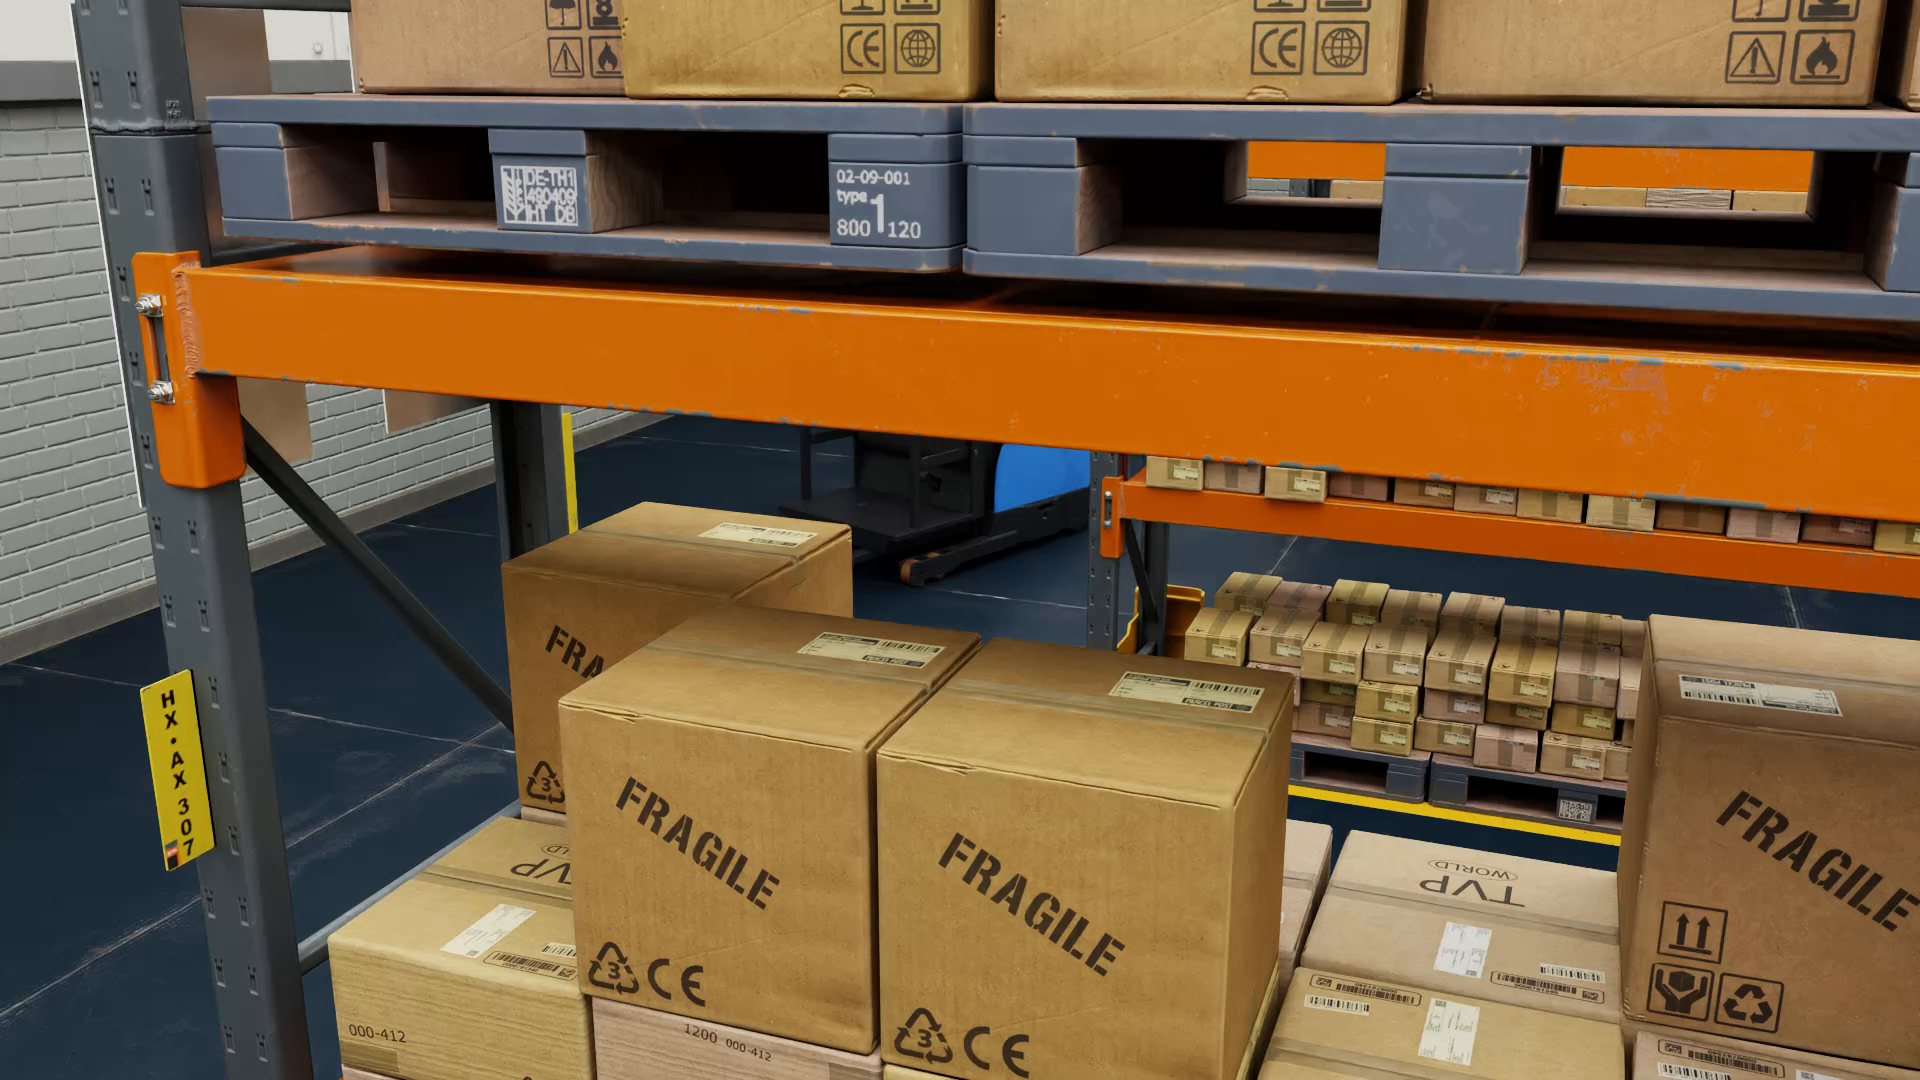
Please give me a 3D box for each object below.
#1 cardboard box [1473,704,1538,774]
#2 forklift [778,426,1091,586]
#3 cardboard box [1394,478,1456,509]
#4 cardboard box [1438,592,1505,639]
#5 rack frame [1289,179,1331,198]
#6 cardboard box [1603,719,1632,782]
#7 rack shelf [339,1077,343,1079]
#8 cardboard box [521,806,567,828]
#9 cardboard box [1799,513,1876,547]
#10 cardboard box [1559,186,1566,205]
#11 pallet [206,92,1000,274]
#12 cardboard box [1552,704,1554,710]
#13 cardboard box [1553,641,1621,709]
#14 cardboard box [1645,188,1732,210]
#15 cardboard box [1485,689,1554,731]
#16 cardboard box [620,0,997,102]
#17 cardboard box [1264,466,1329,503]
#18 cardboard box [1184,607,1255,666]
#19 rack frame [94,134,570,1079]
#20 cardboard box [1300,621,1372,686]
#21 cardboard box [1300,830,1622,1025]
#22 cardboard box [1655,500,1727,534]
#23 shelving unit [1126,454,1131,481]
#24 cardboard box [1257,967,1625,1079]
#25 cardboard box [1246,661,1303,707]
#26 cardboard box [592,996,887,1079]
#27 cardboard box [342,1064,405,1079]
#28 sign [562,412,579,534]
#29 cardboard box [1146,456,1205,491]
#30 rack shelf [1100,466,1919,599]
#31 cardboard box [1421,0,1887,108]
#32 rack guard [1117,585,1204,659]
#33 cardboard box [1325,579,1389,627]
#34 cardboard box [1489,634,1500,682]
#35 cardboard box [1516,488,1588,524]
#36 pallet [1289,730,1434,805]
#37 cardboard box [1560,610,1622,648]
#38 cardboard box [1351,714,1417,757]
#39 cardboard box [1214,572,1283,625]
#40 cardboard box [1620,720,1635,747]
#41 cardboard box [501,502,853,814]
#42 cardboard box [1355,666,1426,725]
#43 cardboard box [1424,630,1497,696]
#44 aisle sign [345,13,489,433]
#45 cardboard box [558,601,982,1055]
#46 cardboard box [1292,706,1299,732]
[{"bbox_3d":[2.366,0.856,7.204,0.250,0.149,0.380,5,17,18],"label":"cardboard box"},{"bbox_3d":[-0.454,-1.286,10.345,1.130,2.935,3.031,15,22,41],"label":"forklift"},{"bbox_3d":[2.018,-0.260,7.141,0.250,0.149,0.380,6,17,20],"label":"cardboard box"},{"bbox_3d":[2.393,0.379,7.780,0.250,0.149,0.380,7,18,23],"label":"cardboard box"},{"bbox_3d":[2.542,-1.875,12.252,0.127,3.000,1.000,6,17,21],"label":"rack frame"},{"bbox_3d":[2.870,0.894,7.074,0.250,0.149,0.380,7,17,22],"label":"cardboard box"},{"bbox_3d":[0.766,1.245,2.794,4.000,0.370,1.077,6,17,21],"label":"rack shelf"},{"bbox_3d":[-0.546,0.605,3.445,0.500,0.250,0.500,6,17,20],"label":"cardboard box"},{"bbox_3d":[3.468,-0.105,6.604,0.250,0.149,0.380,6,17,19],"label":"cardboard box"},{"bbox_3d":[3.848,-2.179,11.325,0.500,0.500,0.500,6,17,20],"label":"cardboard box"},{"bbox_3d":[-0.401,-0.630,2.741,1.213,0.211,1.003,6,17,21],"label":"pallet"},{"bbox_3d":[2.825,0.746,7.584,0.250,0.149,0.380,7,18,22],"label":"cardboard box"},{"bbox_3d":[2.683,0.573,7.113,0.250,0.149,0.380,6,17,21],"label":"cardboard box"},{"bbox_3d":[4.776,-2.074,10.966,0.500,0.500,0.500,7,17,21],"label":"cardboard box"},{"bbox_3d":[2.455,0.683,7.269,0.250,0.149,0.380,7,18,23],"label":"cardboard box"},{"bbox_3d":[-0.112,-0.915,2.453,0.500,0.500,0.700,6,17,19],"label":"cardboard box"},{"bbox_3d":[1.483,-0.285,7.227,0.250,0.149,0.380,6,17,19],"label":"cardboard box"},{"bbox_3d":[1.182,0.443,7.562,0.250,0.149,0.380,5,17,18],"label":"cardboard box"},{"bbox_3d":[-1.095,0.695,3.399,0.127,3.000,1.000,6,17,21],"label":"rack frame"},{"bbox_3d":[1.670,0.499,7.369,0.250,0.149,0.380,6,17,20],"label":"cardboard box"},{"bbox_3d":[0.885,0.761,2.906,0.500,0.250,0.500,6,17,21],"label":"cardboard box"},{"bbox_3d":[2.971,-0.153,6.772,0.250,0.149,0.380,6,17,20],"label":"cardboard box"},{"bbox_3d":[0.657,-0.993,11.903,1.048,1.500,0.538,11,20,34],"label":"shelving unit"},{"bbox_3d":[0.692,0.899,2.431,0.500,0.250,0.500,6,17,20],"label":"cardboard box"},{"bbox_3d":[1.447,0.607,7.531,0.250,0.149,0.380,6,17,20],"label":"cardboard box"},{"bbox_3d":[-0.261,0.795,2.791,0.500,0.250,0.500,6,17,20],"label":"cardboard box"},{"bbox_3d":[-0.885,0.938,3.014,0.250,0.149,0.380,6,17,21],"label":"cardboard box"},{"bbox_3d":[-0.883,-0.114,3.684,0.005,0.325,0.100,6,17,21],"label":"sign"},{"bbox_3d":[1.000,-0.342,7.422,0.250,0.149,0.380,6,17,20],"label":"cardboard box"},{"bbox_3d":[2.680,-0.031,7.190,4.000,0.370,1.077,6,17,21],"label":"rack shelf"},{"bbox_3d":[0.944,-0.845,2.211,0.500,0.500,0.700,7,18,23],"label":"cardboard box"},{"bbox_3d":[0.890,0.627,8.116,0.348,0.500,1.175,6,17,21],"label":"rack guard"},{"bbox_3d":[1.905,0.323,7.973,0.250,0.149,0.380,6,17,19],"label":"cardboard box"},{"bbox_3d":[2.386,0.526,7.808,0.250,0.149,0.380,7,17,21],"label":"cardboard box"},{"bbox_3d":[2.470,-0.196,6.918,0.250,0.149,0.380,7,18,23],"label":"cardboard box"},{"bbox_3d":[1.633,0.858,7.838,1.213,0.211,1.003,6,17,21],"label":"pallet"},{"bbox_3d":[2.851,0.455,7.521,0.250,0.149,0.380,6,17,21],"label":"cardboard box"},{"bbox_3d":[1.894,0.807,7.374,0.250,0.149,0.380,7,17,21],"label":"cardboard box"},{"bbox_3d":[1.405,0.289,8.090,0.250,0.149,0.380,6,17,21],"label":"cardboard box"},{"bbox_3d":[2.935,0.751,7.033,0.250,0.149,0.380,5,17,18],"label":"cardboard box"},{"bbox_3d":[-0.545,0.246,3.337,0.500,0.500,0.500,7,17,21],"label":"cardboard box"},{"bbox_3d":[1.906,0.663,7.336,0.250,0.149,0.380,7,18,22],"label":"cardboard box"},{"bbox_3d":[2.186,0.533,7.250,0.250,0.149,0.380,7,18,23],"label":"cardboard box"},{"bbox_3d":[-1.051,-0.638,3.330,0.004,0.787,0.394,6,17,21],"label":"aisle sign"},{"bbox_3d":[-0.282,0.434,2.687,0.500,0.500,0.500,6,17,19],"label":"cardboard box"},{"bbox_3d":[1.463,0.729,7.644,0.250,0.149,0.380,6,17,20],"label":"cardboard box"}]
